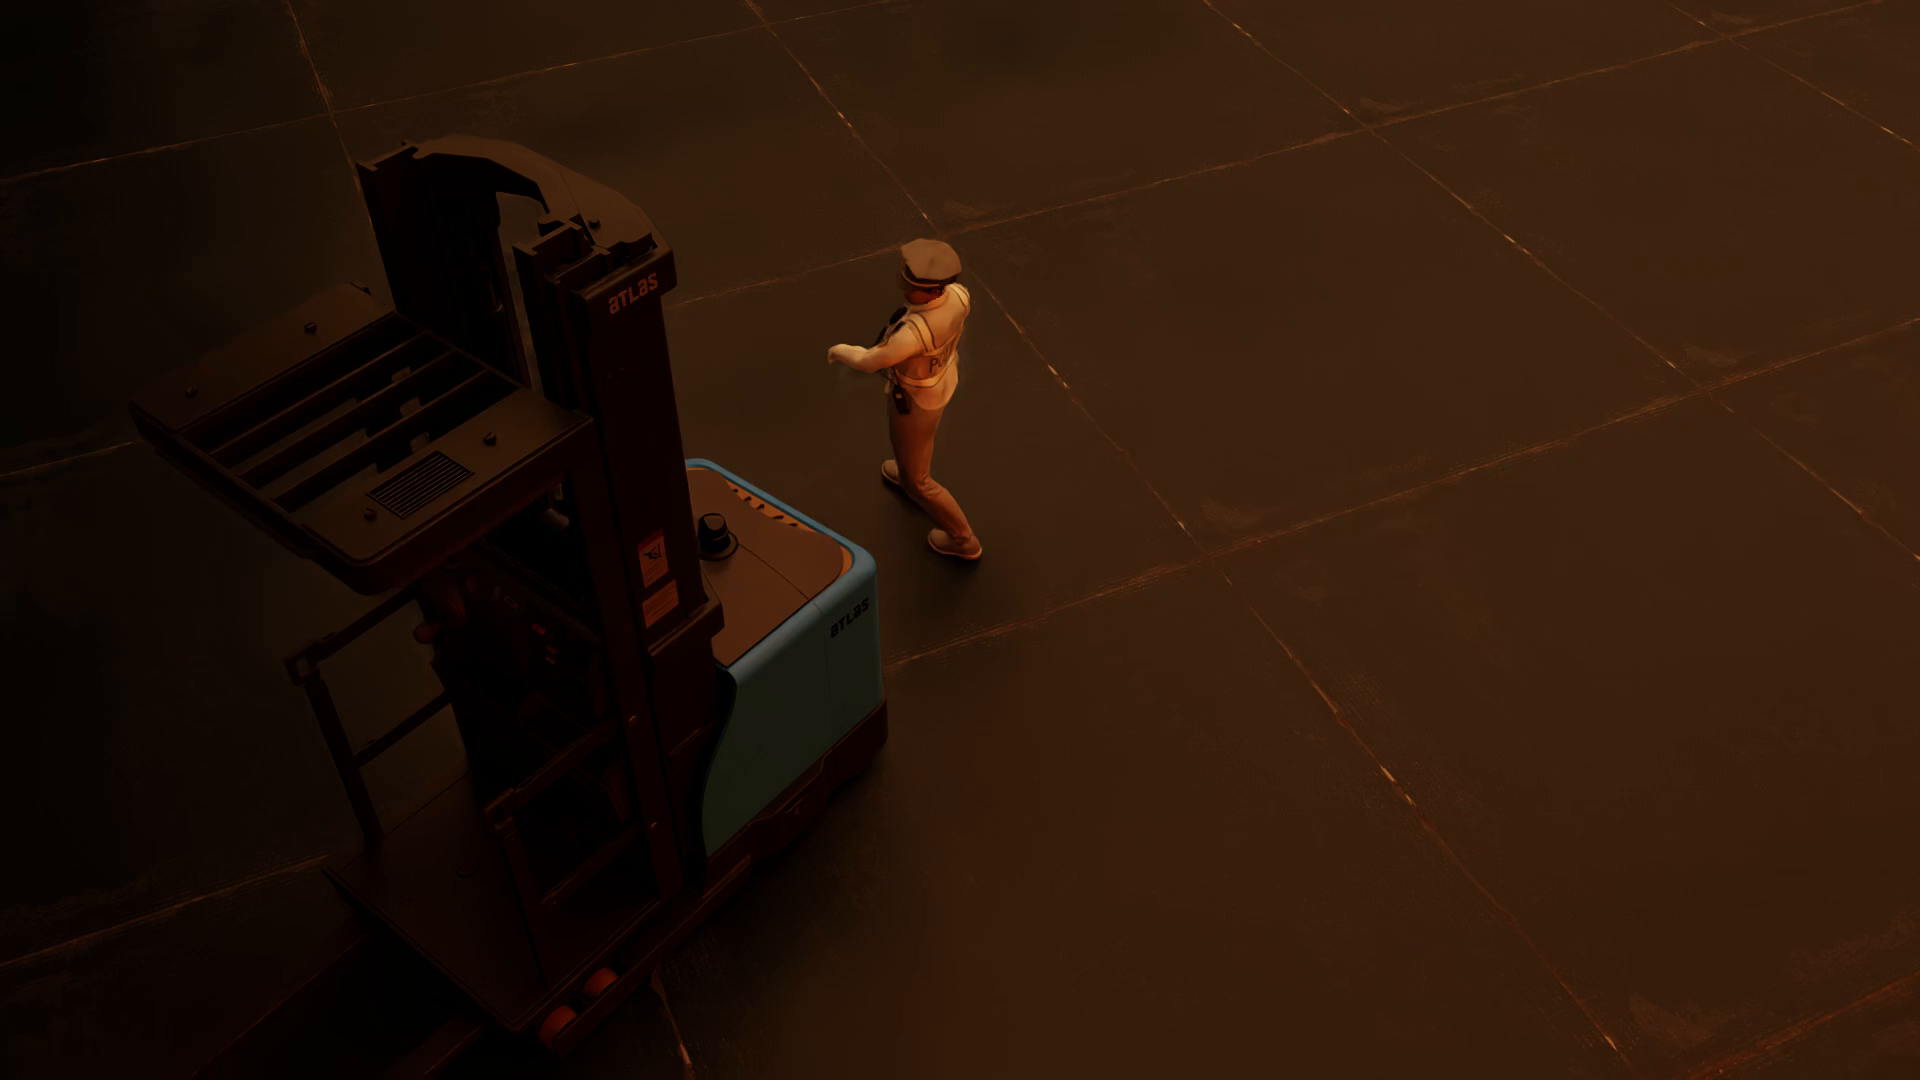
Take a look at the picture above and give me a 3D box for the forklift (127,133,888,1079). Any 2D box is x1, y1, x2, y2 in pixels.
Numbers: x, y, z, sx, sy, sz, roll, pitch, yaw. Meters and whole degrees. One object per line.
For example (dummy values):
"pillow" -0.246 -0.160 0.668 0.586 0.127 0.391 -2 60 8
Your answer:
"forklift" -1.612 0.350 5.305 1.130 2.935 3.031 29 50 27

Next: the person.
"person" -0.203 -0.710 7.432 0.766 1.584 0.639 13 45 14
